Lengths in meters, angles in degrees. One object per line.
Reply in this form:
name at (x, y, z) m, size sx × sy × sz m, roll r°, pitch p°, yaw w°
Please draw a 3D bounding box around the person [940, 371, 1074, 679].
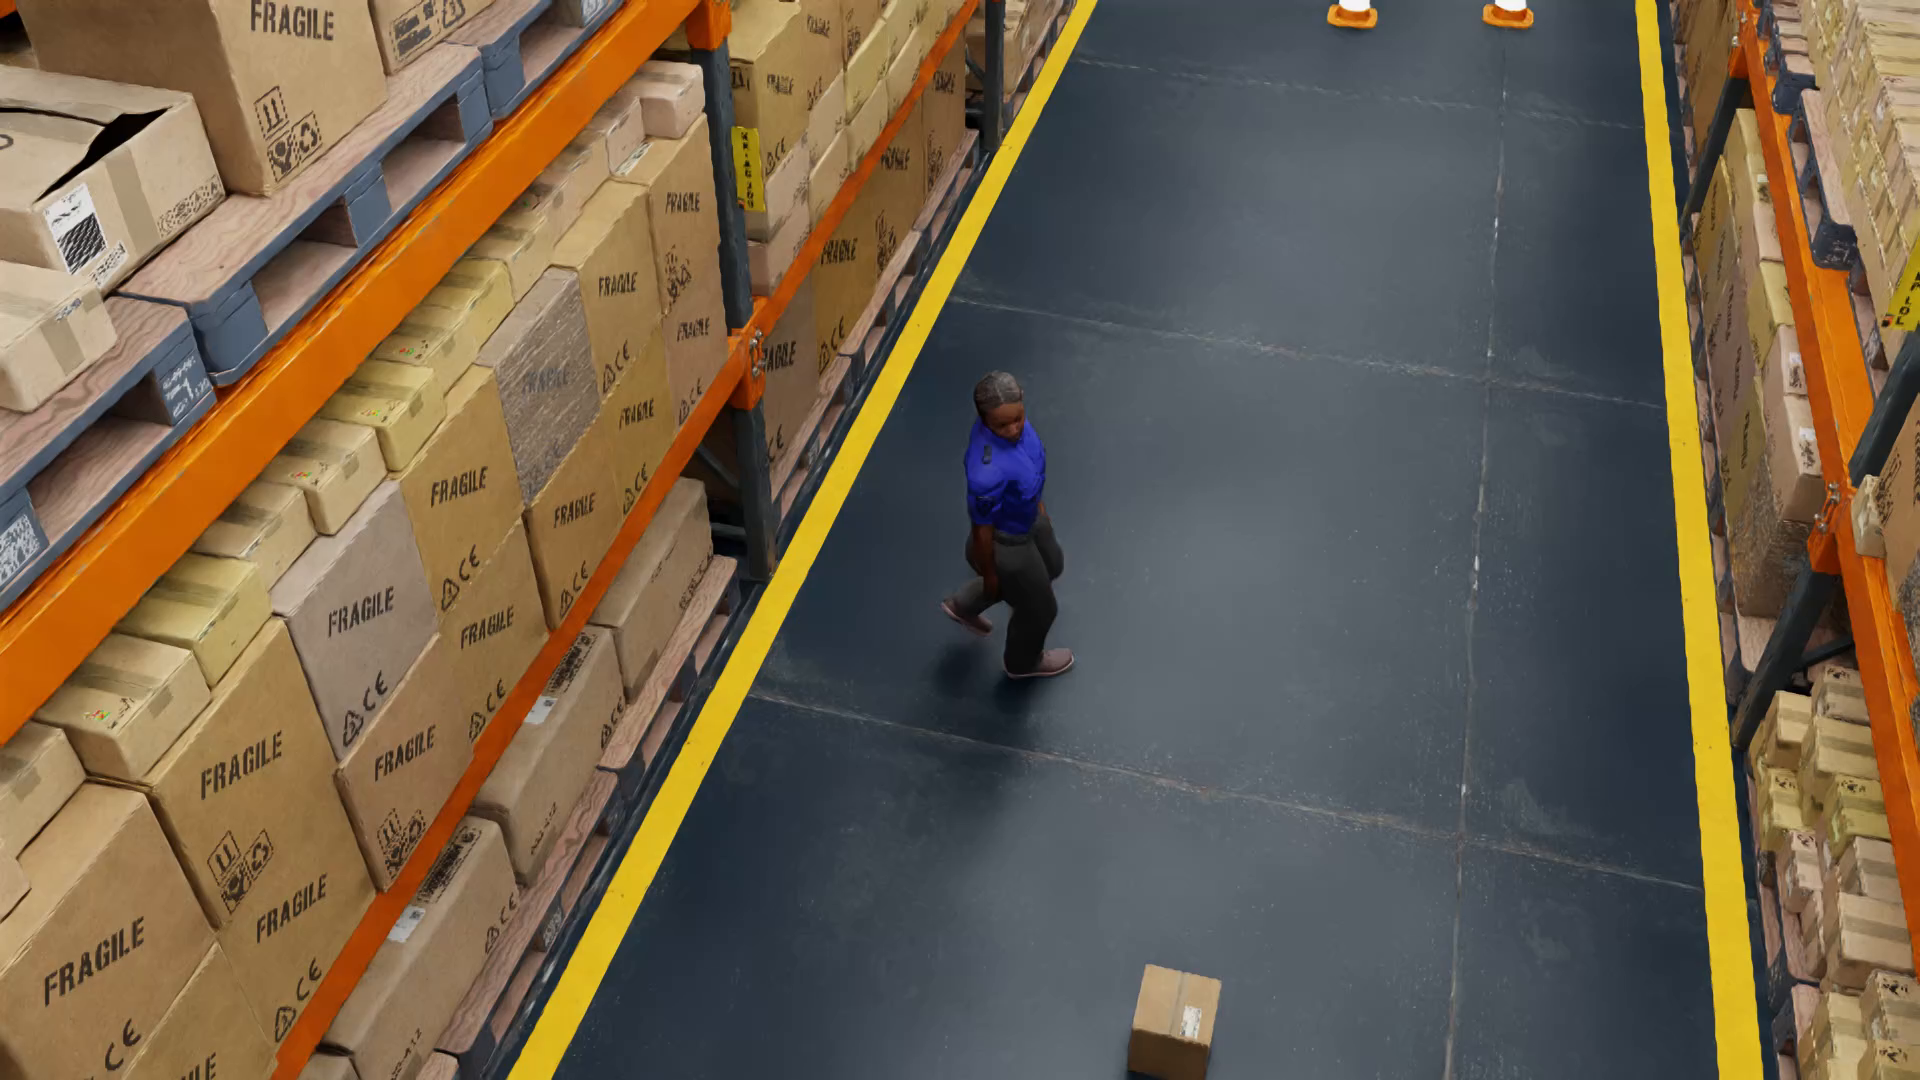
person at (0.181, -0.018, 6.210) m, size 0.542 × 1.619 × 0.550 m, roll 4°, pitch 41°, yaw 5°
